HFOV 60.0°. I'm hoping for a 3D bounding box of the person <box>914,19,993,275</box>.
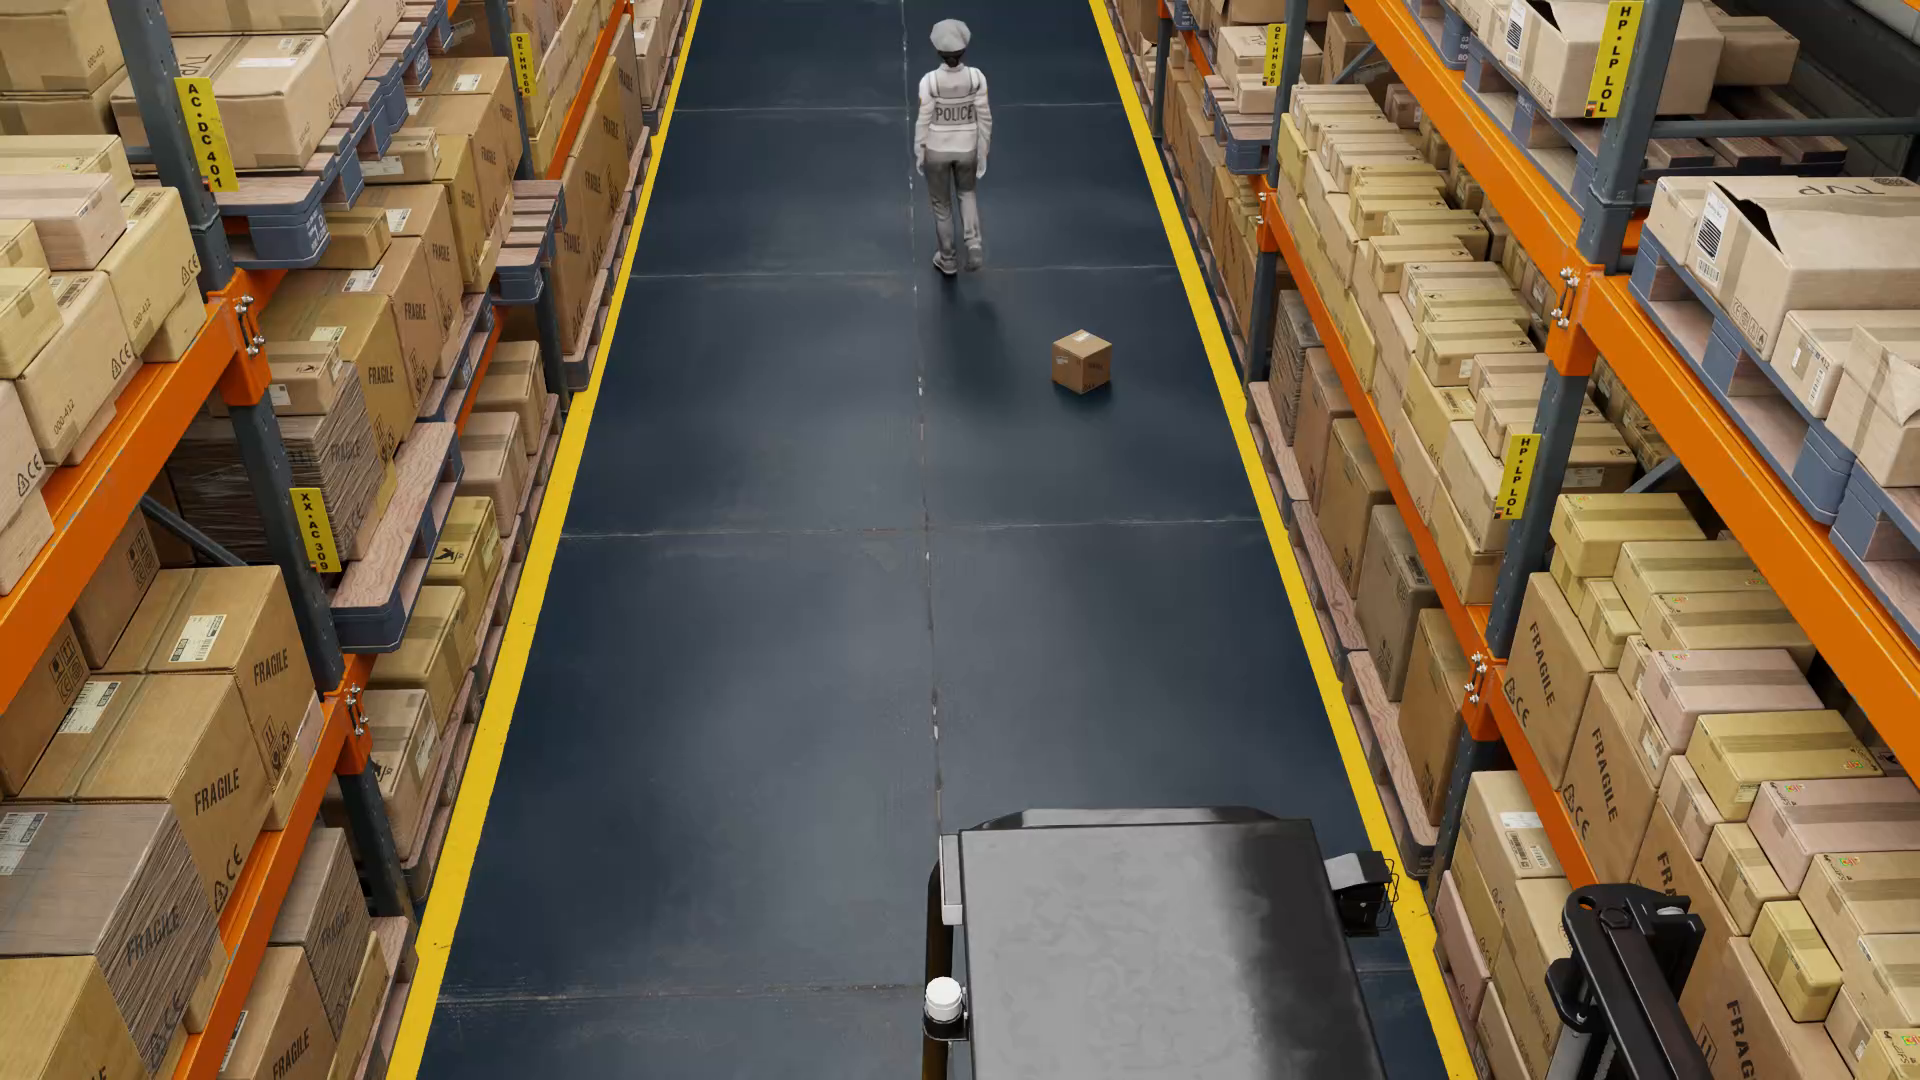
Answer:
[{"bbox_3d":[-0.042,-2.473,10.604,0.482,1.679,0.476,-9,36,-12],"label":"person"}]
